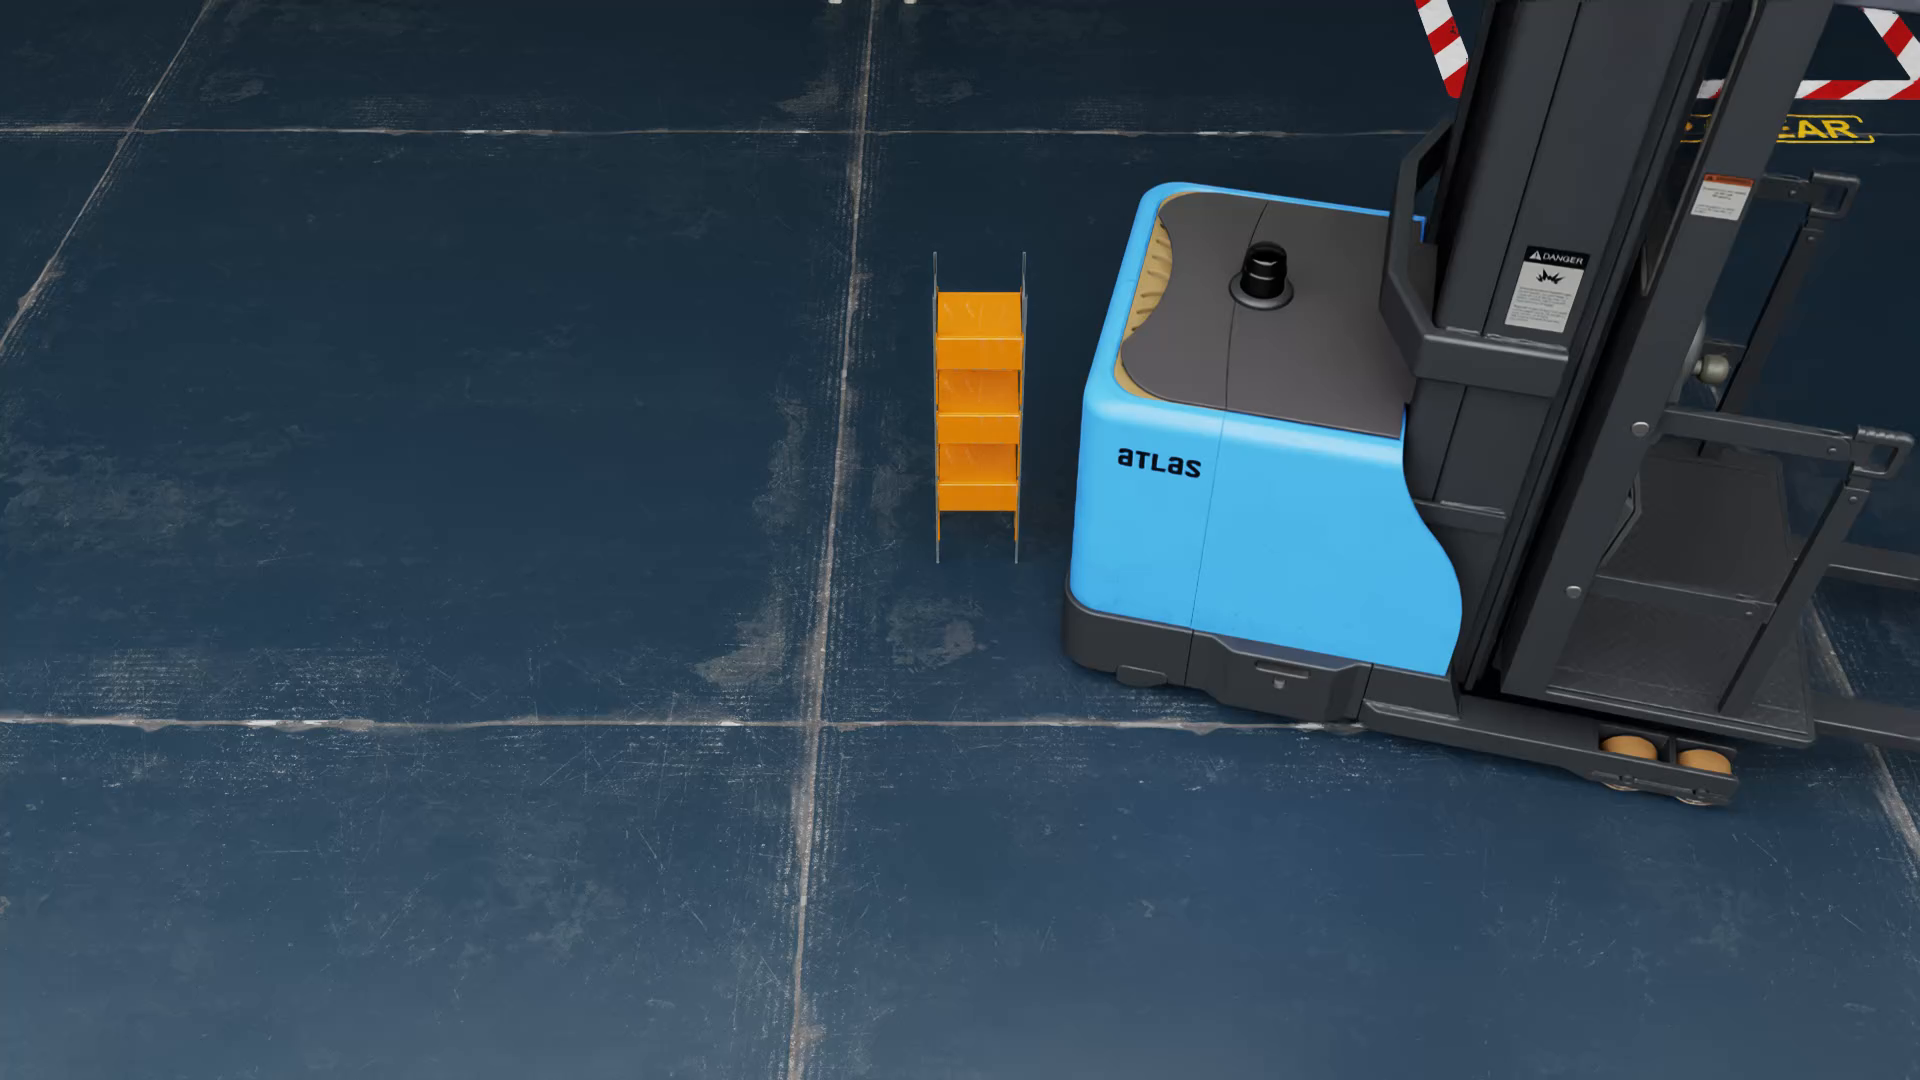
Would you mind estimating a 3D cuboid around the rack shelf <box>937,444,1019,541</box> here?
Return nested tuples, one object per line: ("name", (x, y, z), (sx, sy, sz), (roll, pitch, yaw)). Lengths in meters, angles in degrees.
("rack shelf", (0.054, -0.161, 5.077), (0.240, 0.259, 0.215), (0, 47, 0))

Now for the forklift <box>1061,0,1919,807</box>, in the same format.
("forklift", (1.871, -0.702, 3.901), (3.031, 2.935, 1.130), (10, 48, 9))

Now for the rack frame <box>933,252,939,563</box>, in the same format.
("rack frame", (-0.068, -0.358, 4.866), (0.008, 1.050, 0.200), (0, 47, 0))

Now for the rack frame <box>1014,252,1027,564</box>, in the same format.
("rack frame", (0.176, -0.357, 4.865), (0.008, 1.050, 0.200), (0, 47, 0))

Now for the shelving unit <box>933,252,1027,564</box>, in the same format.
("shelving unit", (0.054, -0.358, 4.866), (0.252, 1.050, 0.215), (0, 47, 0))

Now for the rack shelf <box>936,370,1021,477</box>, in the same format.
("rack shelf", (0.054, -0.350, 4.873), (0.240, 0.259, 0.215), (0, 47, 0))

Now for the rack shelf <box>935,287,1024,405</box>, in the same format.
("rack shelf", (0.054, -0.544, 4.666), (0.240, 0.259, 0.215), (0, 47, 0))
